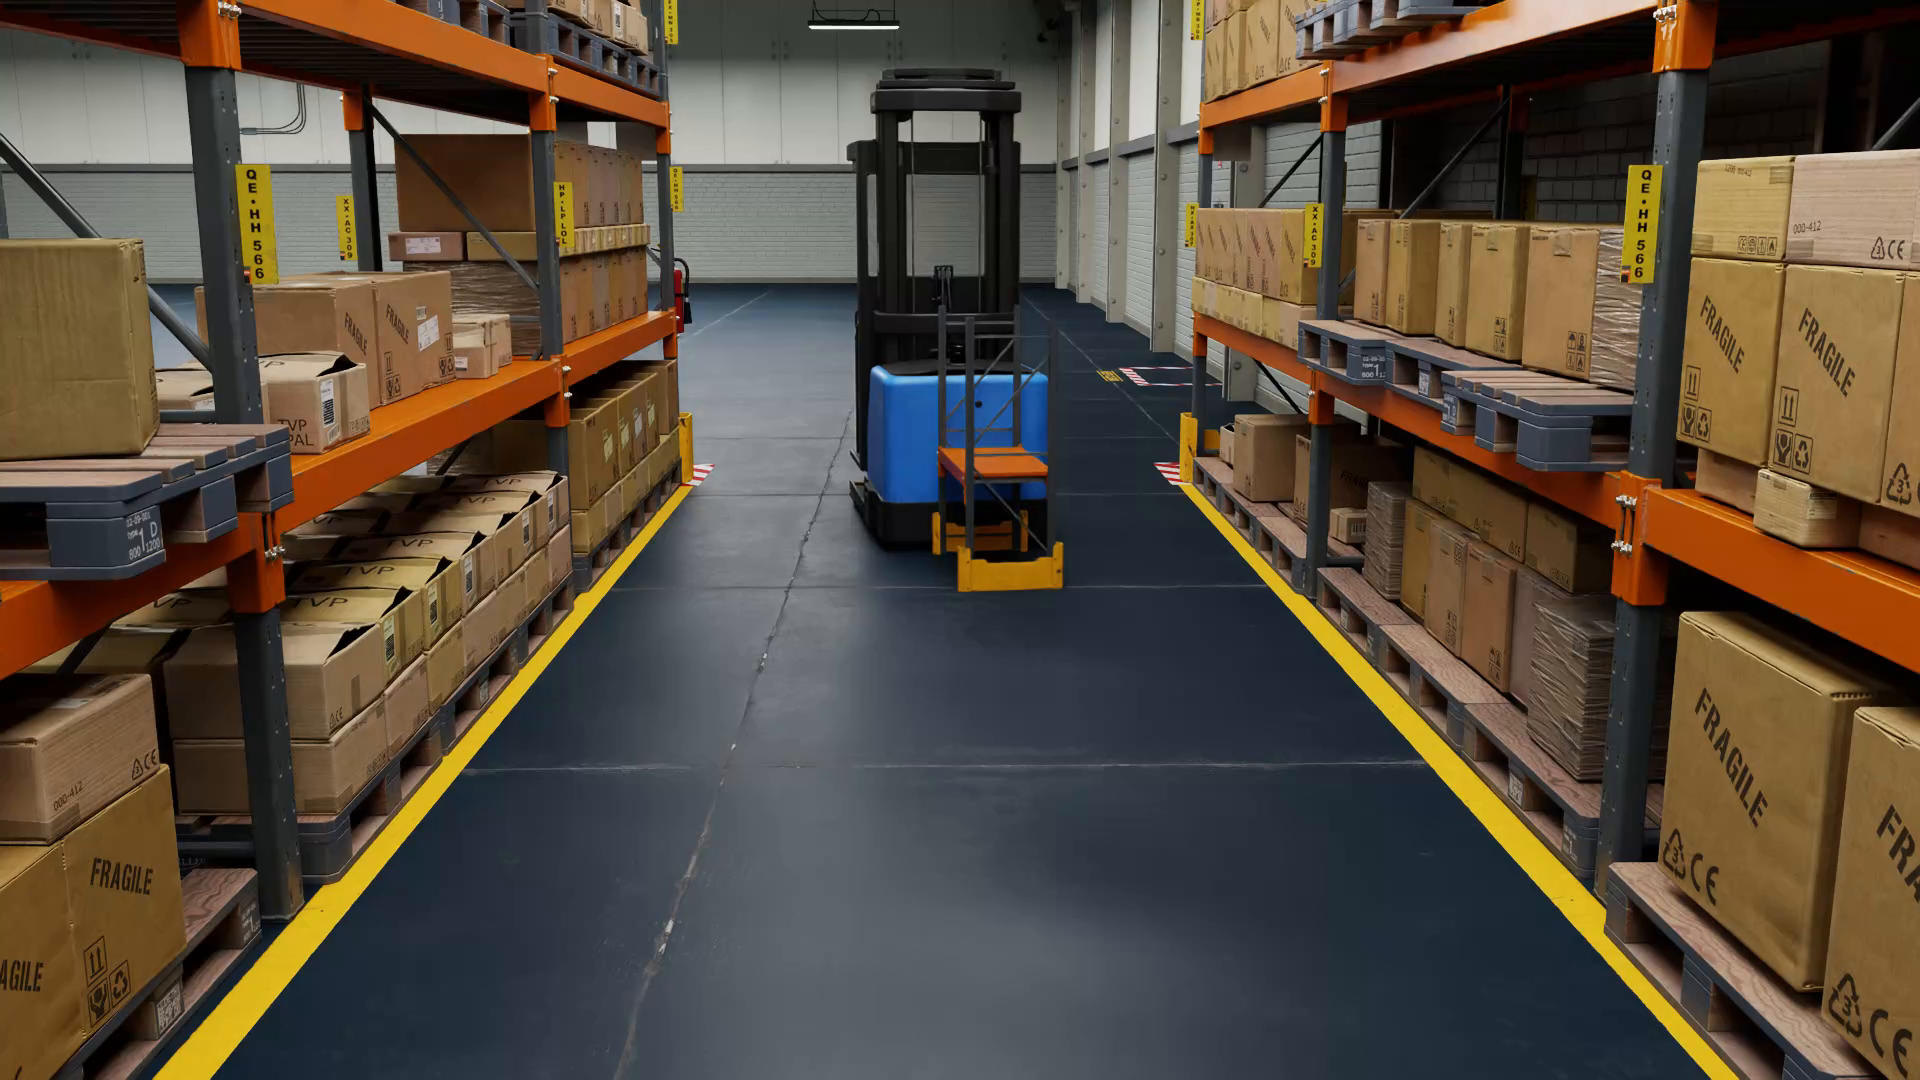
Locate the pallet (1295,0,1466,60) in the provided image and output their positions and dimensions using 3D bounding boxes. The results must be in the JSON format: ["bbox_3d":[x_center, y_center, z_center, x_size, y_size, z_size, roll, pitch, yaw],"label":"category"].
[{"bbox_3d":[2.283,-2.412,7.831,1.213,0.211,1.003,0,11,-1],"label":"pallet"}]

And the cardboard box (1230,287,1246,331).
[{"bbox_3d":[2.025,-1.485,10.663,0.500,0.250,0.500,0,11,-1],"label":"cardboard box"}]

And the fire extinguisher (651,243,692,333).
[{"bbox_3d":[-2.196,-1.919,12.666,0.296,0.674,0.183,0,11,-1],"label":"fire extinguisher"}]

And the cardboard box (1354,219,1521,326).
[{"bbox_3d":[2.353,-1.320,8.165,0.700,0.500,0.500,0,11,-1],"label":"cardboard box"}]

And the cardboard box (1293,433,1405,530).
[{"bbox_3d":[2.315,-0.354,9.939,0.500,0.500,0.500,-1,12,-5],"label":"cardboard box"}]

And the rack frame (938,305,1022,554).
[{"bbox_3d":[0.119,-0.662,10.049,0.500,1.500,0.032,-2,12,-9],"label":"rack frame"}]

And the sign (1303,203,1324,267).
[{"bbox_3d":[1.835,-1.578,8.613,0.100,0.325,0.005,0,11,-1],"label":"sign"}]

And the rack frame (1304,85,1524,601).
[{"bbox_3d":[2.377,-1.157,8.718,1.000,3.000,0.127,0,11,-1],"label":"rack frame"}]

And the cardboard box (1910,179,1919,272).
[{"bbox_3d":[2.237,-0.637,3.216,0.500,0.250,0.500,0,11,-1],"label":"cardboard box"}]

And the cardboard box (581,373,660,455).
[{"bbox_3d":[-2.314,-0.853,11.192,0.500,0.500,0.500,0,11,-1],"label":"cardboard box"}]

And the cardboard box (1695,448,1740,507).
[{"bbox_3d":[2.235,-0.182,4.495,0.380,0.149,0.250,0,11,-2],"label":"cardboard box"}]

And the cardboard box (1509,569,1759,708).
[{"bbox_3d":[2.498,0.402,6.215,0.700,0.500,0.500,0,11,-1],"label":"cardboard box"}]

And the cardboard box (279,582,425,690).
[{"bbox_3d":[-2.229,0.316,5.904,0.500,0.311,0.500,-1,11,-3],"label":"cardboard box"}]

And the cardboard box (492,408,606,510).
[{"bbox_3d":[-2.272,-0.455,9.232,0.500,0.500,0.500,0,11,-1],"label":"cardboard box"}]

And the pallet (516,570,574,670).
[{"bbox_3d":[-2.521,0.377,8.170,1.003,0.211,1.213,0,11,-1],"label":"pallet"}]

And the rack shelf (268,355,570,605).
[{"bbox_3d":[-2.534,-0.386,6.726,1.077,0.370,4.000,0,11,-1],"label":"rack shelf"}]

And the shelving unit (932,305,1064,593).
[{"bbox_3d":[0.201,-0.560,9.548,0.587,1.500,1.083,-2,12,-9],"label":"shelving unit"}]

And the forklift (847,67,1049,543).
[{"bbox_3d":[-0.183,-1.665,11.393,1.130,2.935,3.031,-2,12,-9],"label":"forklift"}]

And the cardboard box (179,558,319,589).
[{"bbox_3d":[-2.775,0.219,6.383,0.500,0.311,0.500,0,11,-2],"label":"cardboard box"}]

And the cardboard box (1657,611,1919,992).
[{"bbox_3d":[2.344,0.633,4.248,0.750,0.750,0.750,0,11,-2],"label":"cardboard box"}]

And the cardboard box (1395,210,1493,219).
[{"bbox_3d":[2.576,-1.555,9.121,0.500,0.500,0.500,-1,11,-2],"label":"cardboard box"}]

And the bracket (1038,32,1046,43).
[{"bbox_3d":[2.141,-13.036,43.131,0.235,0.232,0.430,0,11,-1],"label":"bracket"}]

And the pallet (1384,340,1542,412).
[{"bbox_3d":[2.378,-0.661,6.757,1.003,0.211,1.213,0,11,-1],"label":"pallet"}]

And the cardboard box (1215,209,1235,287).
[{"bbox_3d":[2.008,-1.959,11.111,0.500,0.500,0.500,-1,11,-3],"label":"cardboard box"}]

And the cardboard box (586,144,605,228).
[{"bbox_3d":[-2.622,-2.208,10.385,0.700,0.500,0.500,0,11,-1],"label":"cardboard box"}]

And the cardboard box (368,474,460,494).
[{"bbox_3d":[-2.816,-0.186,8.380,0.500,0.311,0.500,0,11,-1],"label":"cardboard box"}]

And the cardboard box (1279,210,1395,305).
[{"bbox_3d":[2.058,-1.554,9.113,0.500,0.500,0.500,0,11,-1],"label":"cardboard box"}]

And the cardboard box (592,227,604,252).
[{"bbox_3d":[-2.423,-1.865,10.325,0.380,0.149,0.250,0,11,-2],"label":"cardboard box"}]

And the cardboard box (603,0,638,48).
[{"bbox_3d":[-2.359,-3.294,10.521,0.500,0.311,0.500,1,12,6],"label":"cardboard box"}]

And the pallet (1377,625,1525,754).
[{"bbox_3d":[2.423,0.607,7.034,1.003,0.211,1.213,0,11,-1],"label":"pallet"}]

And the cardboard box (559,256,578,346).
[{"bbox_3d":[-2.609,-1.378,9.555,0.700,0.500,0.500,0,11,-2],"label":"cardboard box"}]

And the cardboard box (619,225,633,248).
[{"bbox_3d":[-2.445,-2.070,11.335,0.380,0.149,0.250,0,11,0],"label":"cardboard box"}]

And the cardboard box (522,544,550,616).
[{"bbox_3d":[-2.269,0.188,7.950,0.500,0.250,0.500,0,11,-2],"label":"cardboard box"}]

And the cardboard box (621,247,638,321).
[{"bbox_3d":[-2.646,-1.783,11.551,0.700,0.500,0.500,0,11,0],"label":"cardboard box"}]

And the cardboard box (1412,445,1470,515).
[{"bbox_3d":[2.421,-0.281,7.696,0.500,0.250,0.500,0,11,-2],"label":"cardboard box"}]

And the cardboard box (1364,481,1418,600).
[{"bbox_3d":[2.409,-0.001,8.202,0.700,0.500,0.500,0,11,1],"label":"cardboard box"}]

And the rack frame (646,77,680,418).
[{"bbox_3d":[-2.658,-1.931,12.533,1.000,3.000,0.127,0,11,-1],"label":"rack frame"}]

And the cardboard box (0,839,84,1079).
[{"bbox_3d":[-2.229,0.956,3.481,0.500,0.500,0.500,-1,11,-3],"label":"cardboard box"}]

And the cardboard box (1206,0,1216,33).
[{"bbox_3d":[2.059,-3.893,11.845,0.500,0.500,0.500,-1,12,-5],"label":"cardboard box"}]

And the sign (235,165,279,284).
[{"bbox_3d":[-1.951,-0.874,4.608,0.100,0.325,0.005,0,11,-1],"label":"sign"}]

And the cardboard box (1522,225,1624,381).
[{"bbox_3d":[2.401,-0.831,5.752,0.700,0.500,0.500,-1,12,-7],"label":"cardboard box"}]

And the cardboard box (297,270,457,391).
[{"bbox_3d":[-2.565,-0.928,7.335,0.500,0.500,0.500,1,11,3],"label":"cardboard box"}]

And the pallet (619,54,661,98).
[{"bbox_3d":[-2.670,-3.217,11.551,1.003,0.211,1.213,0,11,-1],"label":"pallet"}]

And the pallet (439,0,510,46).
[{"bbox_3d":[-2.544,-2.337,7.471,0.805,0.209,1.217,-1,11,-3],"label":"pallet"}]

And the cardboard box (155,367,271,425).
[{"bbox_3d":[-2.457,-0.370,5.061,0.500,0.311,0.500,0,11,2],"label":"cardboard box"}]

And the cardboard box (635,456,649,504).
[{"bbox_3d":[-2.309,-0.386,10.776,0.500,0.250,0.500,0,11,-1],"label":"cardboard box"}]

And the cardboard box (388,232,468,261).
[{"bbox_3d":[-2.795,-1.556,8.802,0.380,0.149,0.250,0,11,-1],"label":"cardboard box"}]

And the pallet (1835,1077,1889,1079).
[{"bbox_3d":[2.423,1.404,3.110,1.003,0.211,1.213,0,11,-1],"label":"pallet"}]

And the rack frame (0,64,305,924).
[{"bbox_3d":[-2.493,-0.341,4.695,1.000,3.000,0.127,0,11,-1],"label":"rack frame"}]

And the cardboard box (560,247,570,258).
[{"bbox_3d":[-2.400,-1.658,9.306,0.380,0.149,0.250,-1,11,-3],"label":"cardboard box"}]

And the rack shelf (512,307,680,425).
[{"bbox_3d":[-2.617,-1.181,10.645,1.077,0.370,4.000,0,11,-1],"label":"rack shelf"}]

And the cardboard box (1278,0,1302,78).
[{"bbox_3d":[2.122,-2.886,9.393,0.500,0.500,0.500,-1,12,-6],"label":"cardboard box"}]

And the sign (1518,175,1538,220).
[{"bbox_3d":[2.932,-1.727,8.618,0.100,0.325,0.005,0,11,-1],"label":"sign"}]

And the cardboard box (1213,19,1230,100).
[{"bbox_3d":[2.027,-3.307,11.468,0.500,0.500,0.500,1,11,3],"label":"cardboard box"}]

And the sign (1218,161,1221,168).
[{"bbox_3d":[3.136,-4.639,20.050,0.001,0.298,0.199,0,11,-1],"label":"sign"}]

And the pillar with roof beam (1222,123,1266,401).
[{"bbox_3d":[-1.255,-5.932,17.164,9.100,9.000,0.400,0,11,-1],"label":"pillar with roof beam"}]

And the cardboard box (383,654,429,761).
[{"bbox_3d":[-2.221,0.596,5.938,0.500,0.250,0.500,-1,11,-3],"label":"cardboard box"}]

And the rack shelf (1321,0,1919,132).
[{"bbox_3d":[2.418,-1.877,6.532,1.077,0.370,4.000,0,11,-1],"label":"rack shelf"}]

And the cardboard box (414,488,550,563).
[{"bbox_3d":[-2.264,-0.086,7.889,0.500,0.311,0.500,0,11,0],"label":"cardboard box"}]
